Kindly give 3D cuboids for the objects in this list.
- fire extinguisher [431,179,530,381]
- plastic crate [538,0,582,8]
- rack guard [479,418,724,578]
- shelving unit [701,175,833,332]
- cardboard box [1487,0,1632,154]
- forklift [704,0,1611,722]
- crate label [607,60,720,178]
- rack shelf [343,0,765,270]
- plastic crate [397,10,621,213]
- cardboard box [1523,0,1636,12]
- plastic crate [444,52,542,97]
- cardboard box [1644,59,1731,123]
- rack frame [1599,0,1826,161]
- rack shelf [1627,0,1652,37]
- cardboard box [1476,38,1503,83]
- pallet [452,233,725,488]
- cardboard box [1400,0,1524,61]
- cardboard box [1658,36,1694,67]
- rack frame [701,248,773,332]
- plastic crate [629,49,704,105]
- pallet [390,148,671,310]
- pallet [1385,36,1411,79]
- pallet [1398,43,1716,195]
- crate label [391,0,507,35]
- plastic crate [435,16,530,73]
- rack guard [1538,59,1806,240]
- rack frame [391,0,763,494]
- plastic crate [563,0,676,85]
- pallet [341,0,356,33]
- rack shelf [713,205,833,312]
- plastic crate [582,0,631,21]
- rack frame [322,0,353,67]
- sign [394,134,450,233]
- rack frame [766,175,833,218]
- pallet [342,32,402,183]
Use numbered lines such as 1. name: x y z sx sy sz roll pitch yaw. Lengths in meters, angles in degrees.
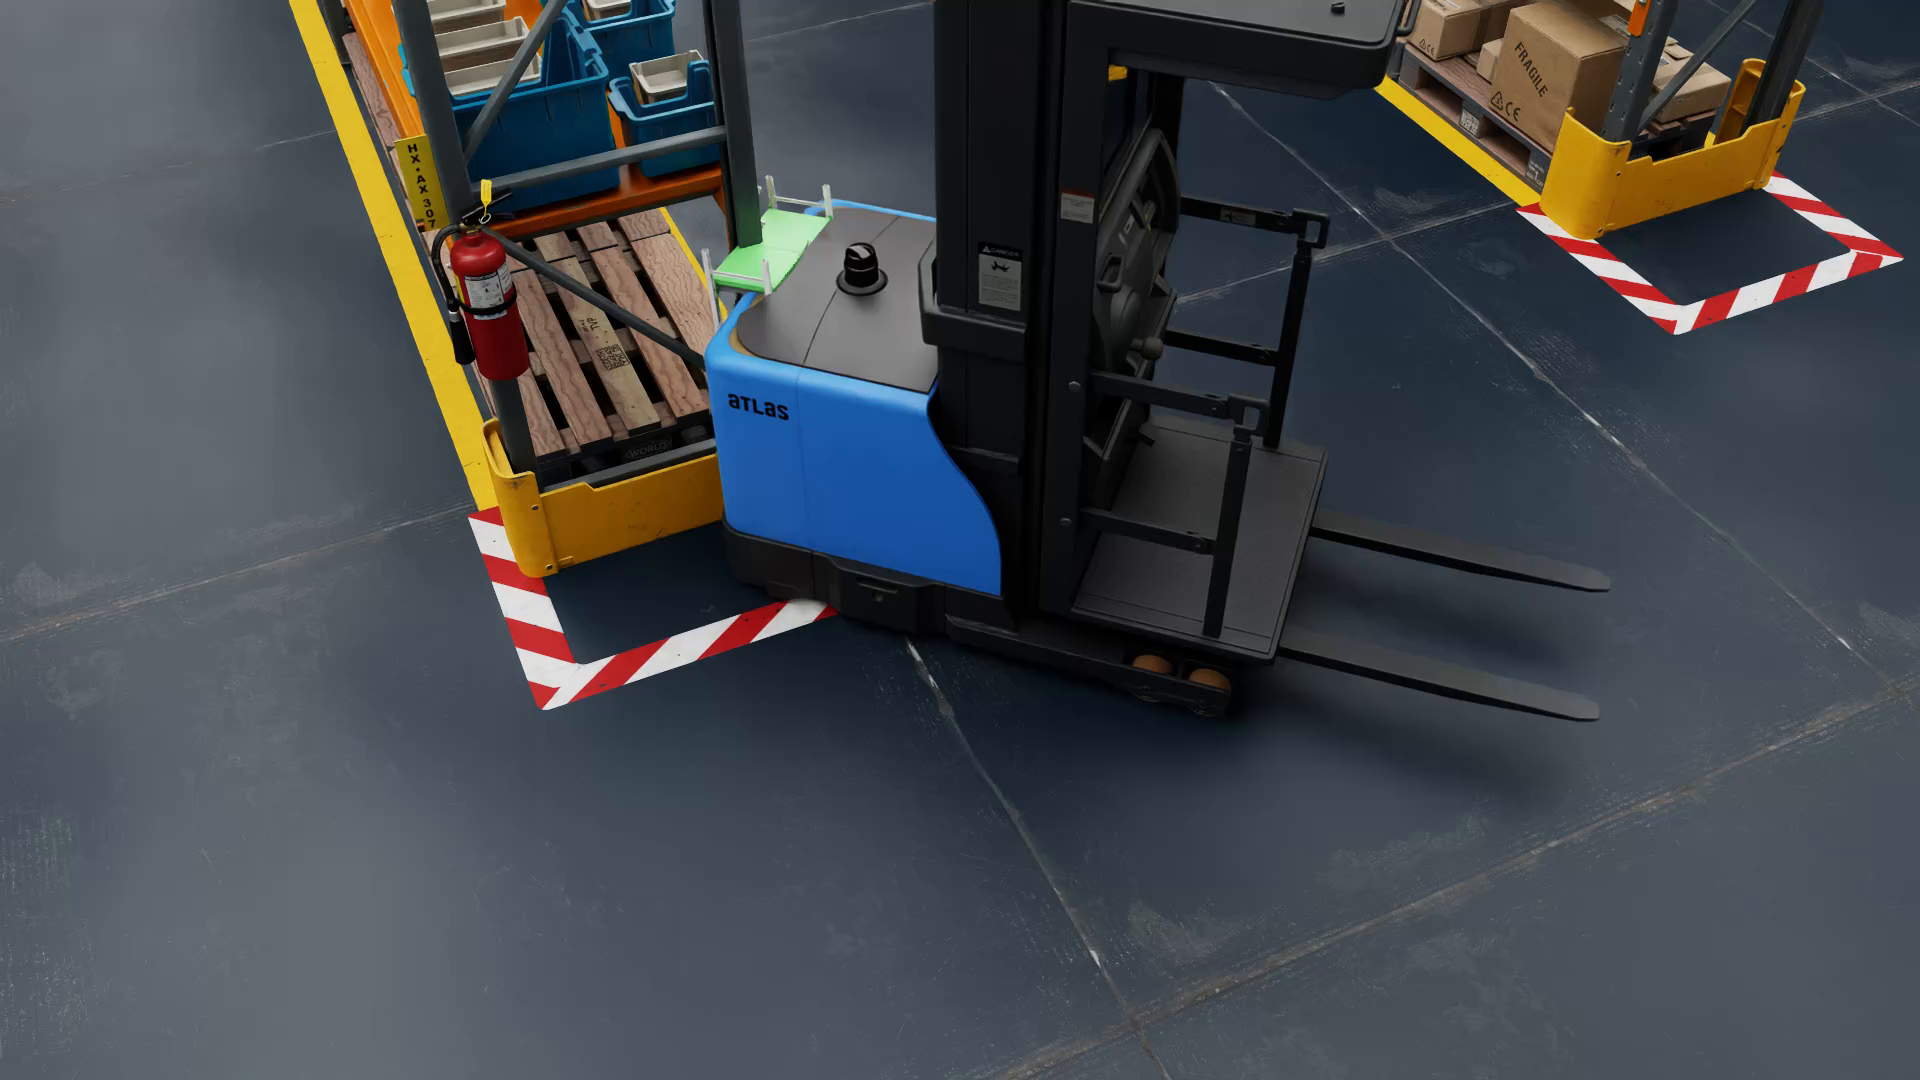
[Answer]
1. fire extinguisher: -1.505 -0.815 5.261 0.296 0.674 0.183 -18 47 -17
2. plastic crate: -1.515 -2.261 6.482 0.416 0.233 0.300 -18 47 -17
3. rack guard: -1.135 -0.304 6.202 1.175 0.500 0.348 -18 47 -17
4. shelving unit: -0.622 -0.649 6.025 0.258 1.200 0.503 12 45 17
5. cardboard box: 2.887 -2.206 7.817 0.500 0.500 0.500 -18 47 -17
6. forklift: 0.729 -0.869 5.044 3.031 2.935 1.130 13 46 13
7. crate label: -0.962 -1.422 5.632 0.416 0.233 0.303 -18 47 -17
8. rack shelf: -1.997 -2.224 6.880 1.077 0.370 4.000 -18 47 -17
9. plastic crate: -1.467 -1.398 5.463 0.616 0.435 0.499 -18 47 -17
10. cardboard box: 3.158 -2.593 8.386 0.500 0.250 0.500 -18 47 -17
11. plastic crate: -1.664 -1.599 5.880 0.396 0.136 0.243 -18 47 -17
12. cardboard box: 3.475 -2.176 8.036 0.380 0.149 0.250 -18 47 -17
13. rack frame: 3.339 -2.666 6.816 1.000 3.000 0.127 -18 47 -17
14. rack shelf: 2.498 -3.684 8.360 1.077 0.370 4.000 -18 47 -17
15. cardboard box: 2.799 -2.372 8.223 0.380 0.166 0.250 -18 47 -17
16. pallet: -1.468 -0.750 6.860 1.003 0.211 1.213 -18 47 -17
17. cardboard box: 2.515 -2.732 8.527 0.500 0.250 0.500 -18 47 -17
18. cardboard box: 3.370 -2.342 8.191 0.380 0.166 0.250 -18 47 -17
19. rack frame: -0.710 -0.492 5.860 0.240 1.200 0.015 12 45 17
20. plastic crate: -1.021 -1.616 5.897 0.250 0.136 0.298 -18 47 -17
21. pallet: -1.977 -1.526 7.646 1.003 0.211 1.213 -18 47 -17
22. pallet: 2.462 -3.006 9.146 1.003 0.211 1.213 -18 47 -17
23. pallet: 2.971 -2.229 8.359 1.003 0.211 1.213 -18 47 -17
24. crate label: -1.912 -1.958 6.244 0.396 0.136 0.243 -18 47 -17
25. plastic crate: -1.772 -1.788 6.072 0.396 0.136 0.243 -18 47 -17
26. rack guard: 3.307 -1.825 7.743 1.175 0.500 0.348 -18 47 -17
27. rack frame: -1.157 -1.205 5.336 1.000 3.000 0.127 -18 47 -17
28. plastic crate: -1.238 -1.841 6.057 0.416 0.233 0.300 -18 47 -17
29. pallet: -3.125 -3.266 9.410 1.003 0.211 1.213 -18 47 -17
30. rack shelf: -0.644 -0.956 5.745 0.258 0.148 0.480 12 45 17
31. plastic crate: -1.307 -2.049 6.336 0.250 0.136 0.298 -18 47 -17
32. rack frame: -2.838 -3.754 7.919 1.000 3.000 0.127 -18 47 -17
33. sign: -1.649 -1.091 5.104 0.100 0.325 0.005 -18 47 -17
34. rack frame: -0.535 -0.806 6.190 0.240 1.200 0.015 12 45 17
35. pallet: -2.494 -2.305 8.435 1.003 0.211 1.213 -18 47 -17
